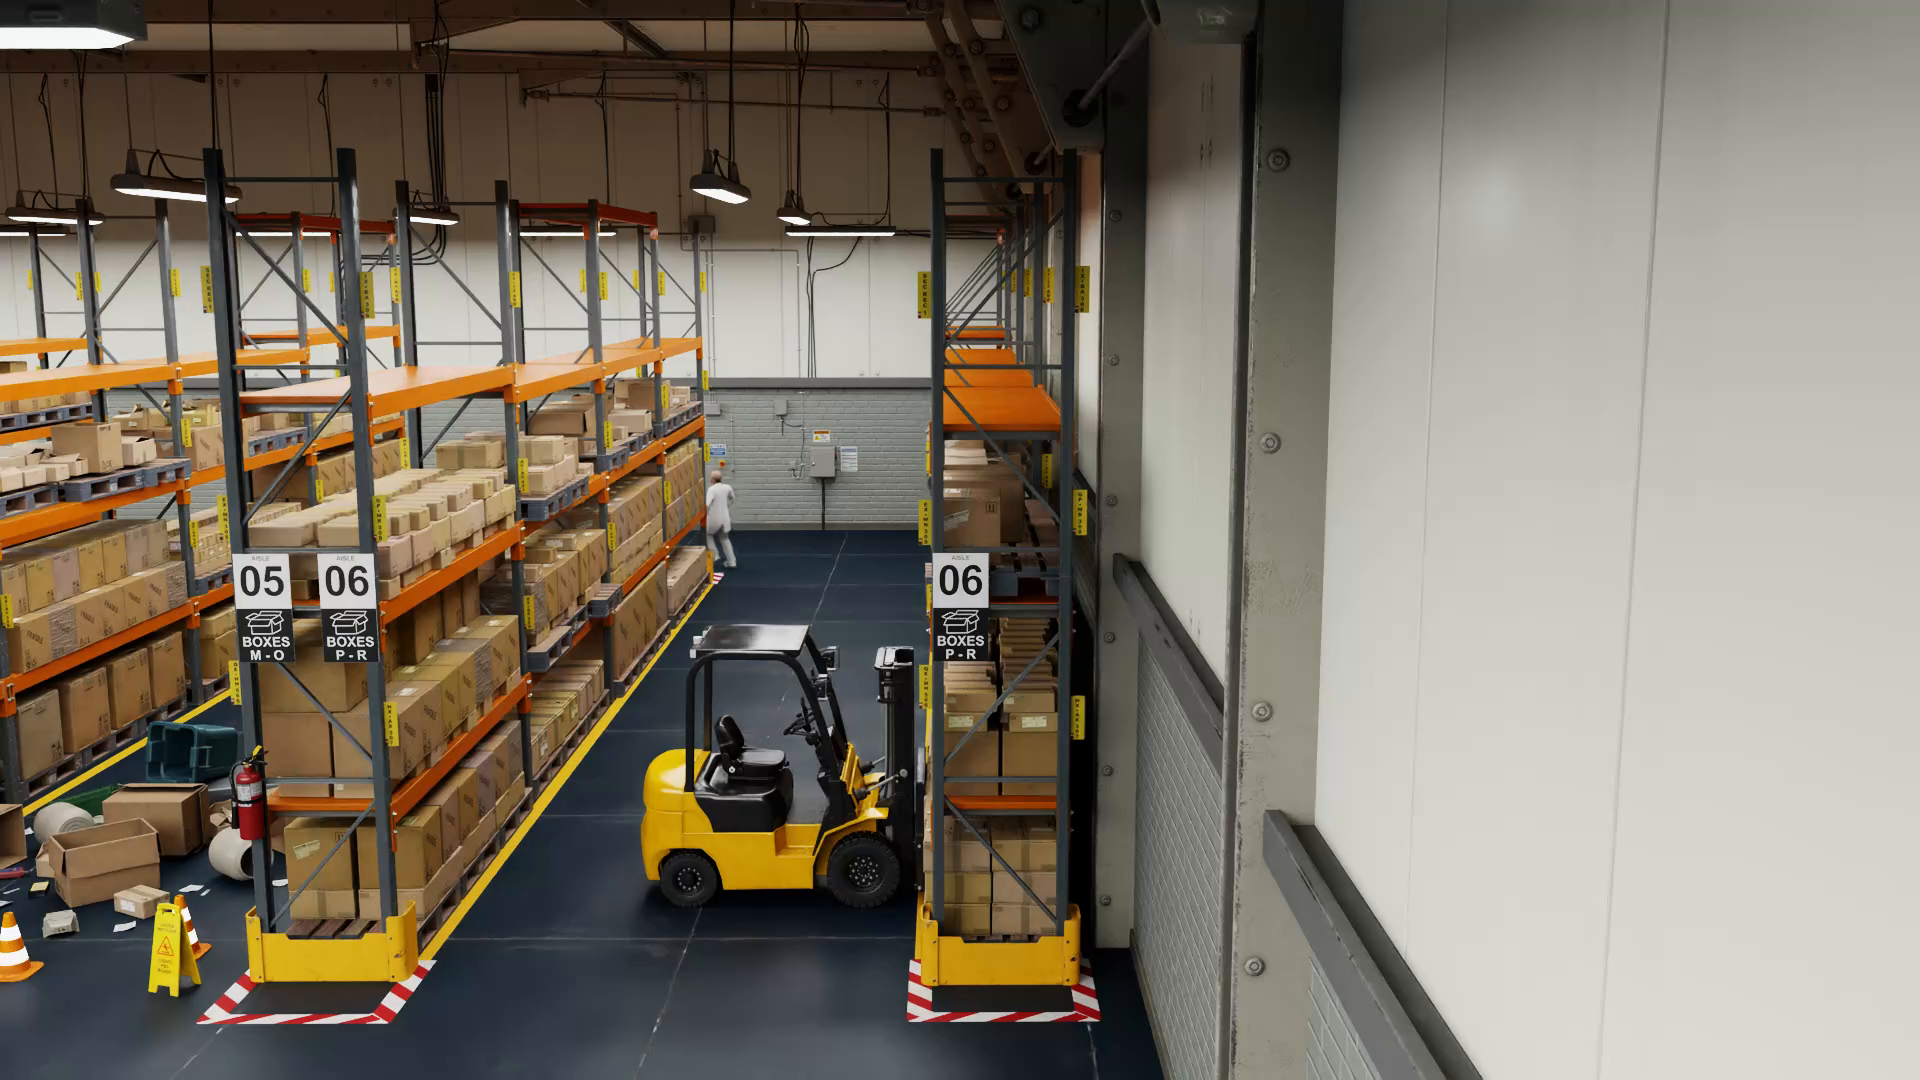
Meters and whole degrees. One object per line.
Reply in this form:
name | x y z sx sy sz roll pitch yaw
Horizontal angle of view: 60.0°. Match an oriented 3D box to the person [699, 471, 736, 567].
person | -4.300 -0.346 29.290 0.762 1.778 0.666 -7 12 -38
